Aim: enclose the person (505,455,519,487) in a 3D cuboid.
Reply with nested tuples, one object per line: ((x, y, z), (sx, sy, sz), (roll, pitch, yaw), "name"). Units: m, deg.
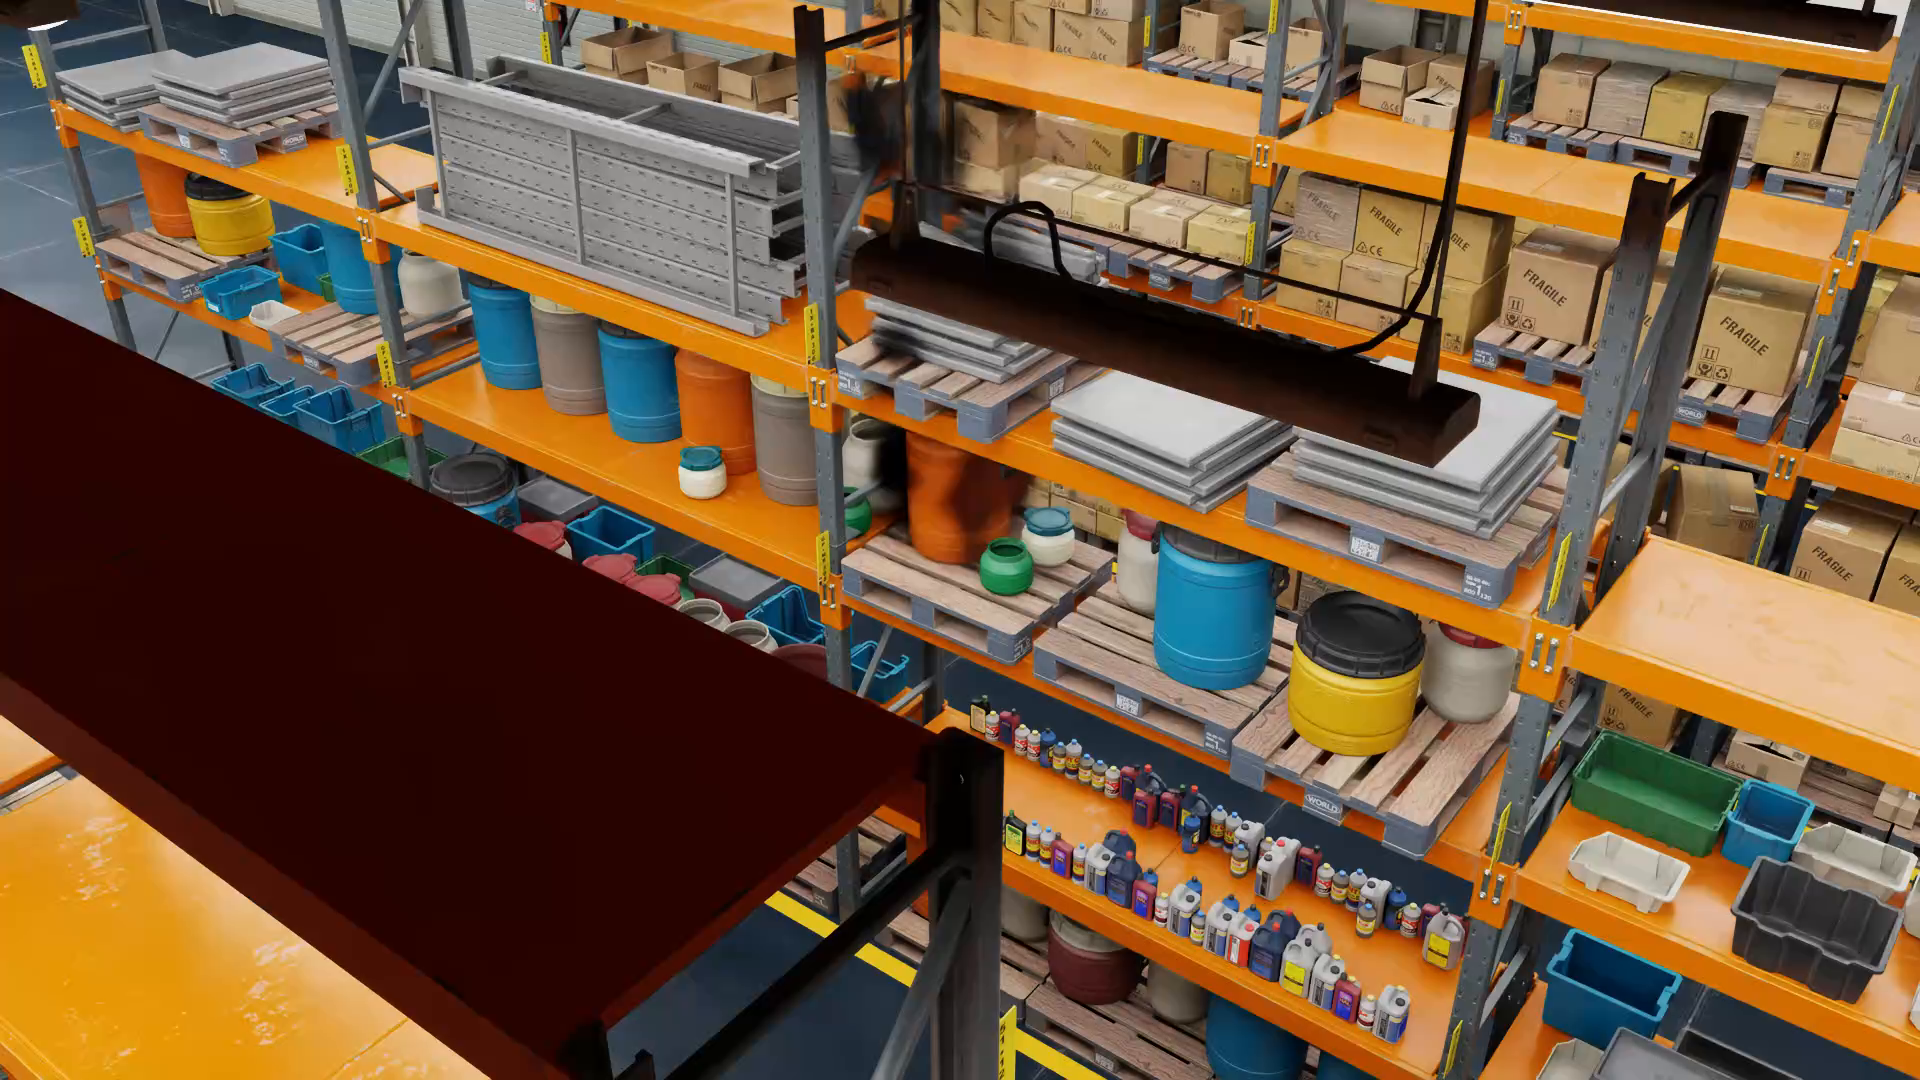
((-3.937, -0.798, 15.055), (0.706, 1.689, 0.587), (17, 35, 26), "person")
